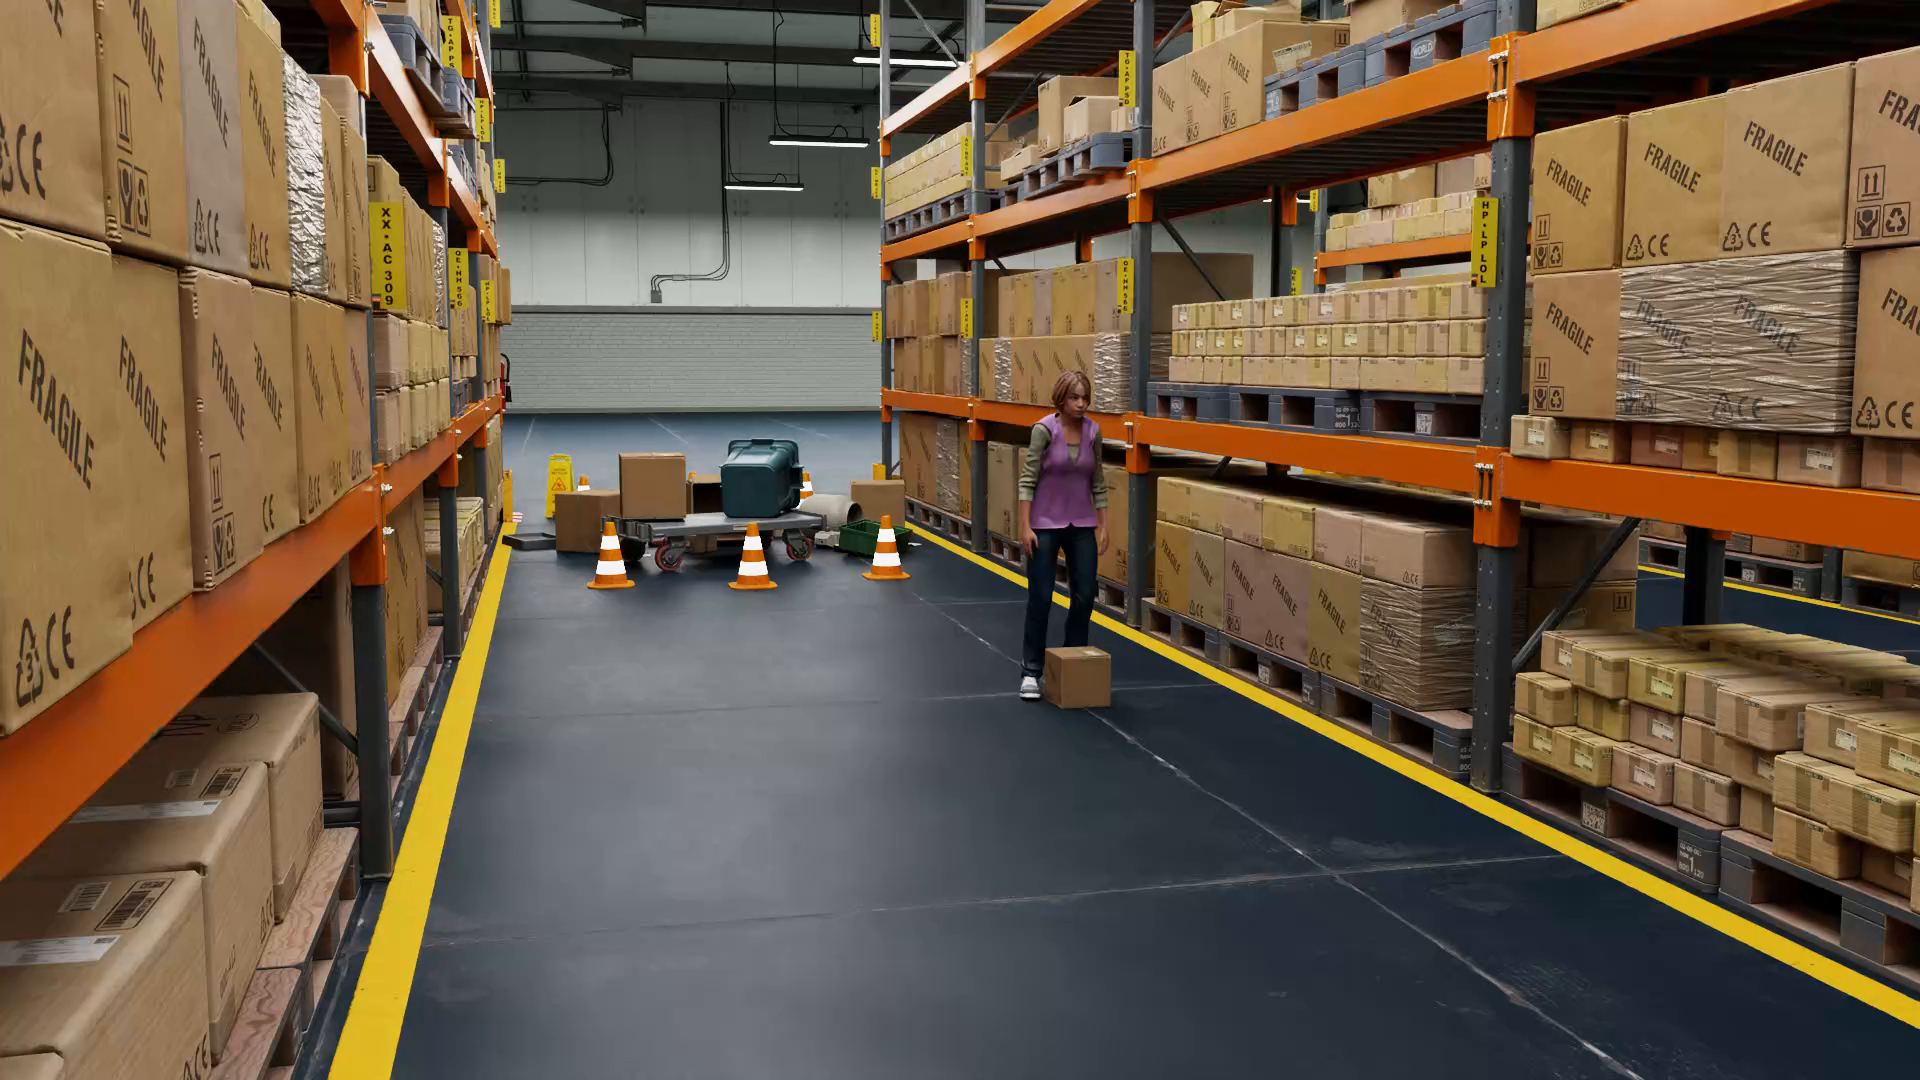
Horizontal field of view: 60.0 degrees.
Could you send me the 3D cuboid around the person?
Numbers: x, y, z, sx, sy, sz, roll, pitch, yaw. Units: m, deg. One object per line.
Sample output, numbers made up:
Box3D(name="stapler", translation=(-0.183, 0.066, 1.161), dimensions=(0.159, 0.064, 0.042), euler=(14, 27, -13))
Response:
Box3D(name="person", translation=(0.510, -0.030, 8.146), dimensions=(0.484, 1.593, 0.375), euler=(-2, 7, -17))
